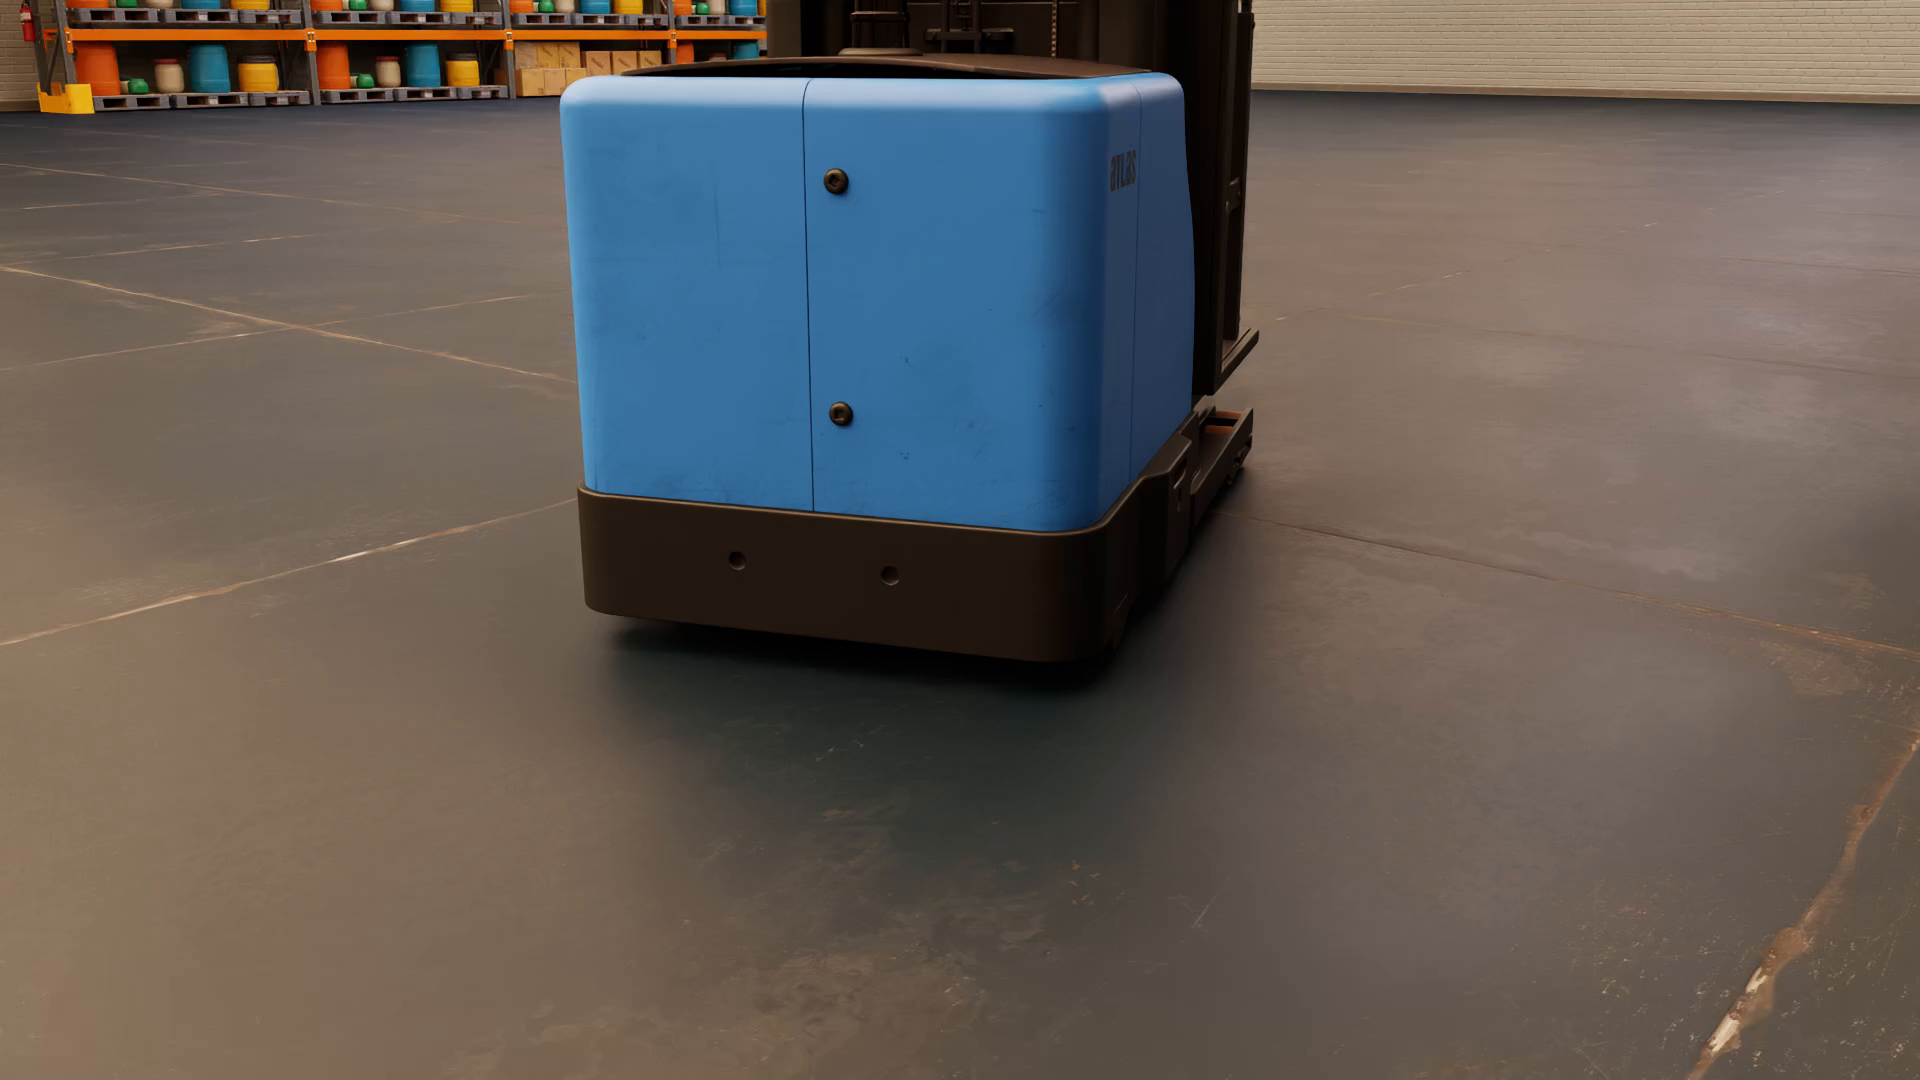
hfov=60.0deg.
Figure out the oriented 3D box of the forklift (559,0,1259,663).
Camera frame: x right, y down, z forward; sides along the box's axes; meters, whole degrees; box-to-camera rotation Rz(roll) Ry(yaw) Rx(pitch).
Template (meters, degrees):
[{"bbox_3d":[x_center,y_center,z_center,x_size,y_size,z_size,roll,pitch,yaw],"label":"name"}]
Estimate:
[{"bbox_3d":[0.182,-1.571,4.072,1.130,2.935,3.031,5,18,17],"label":"forklift"}]
